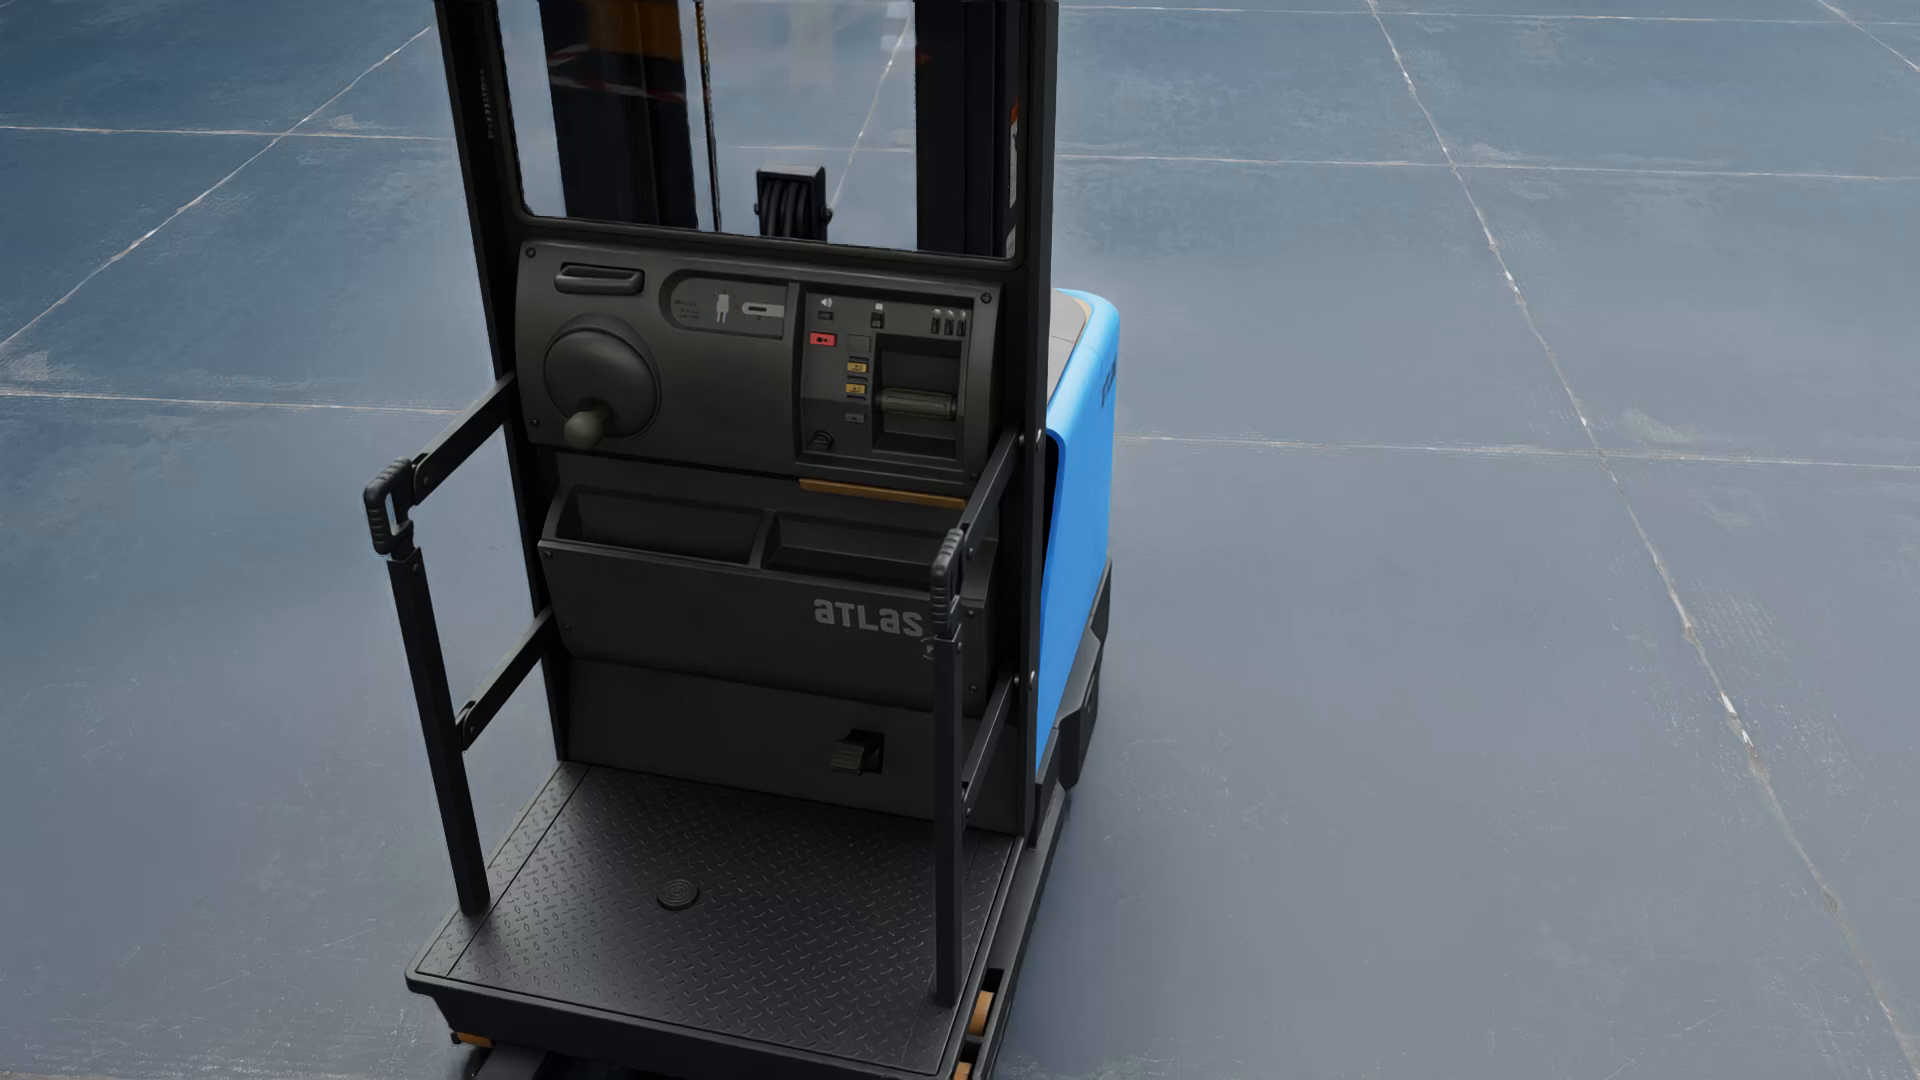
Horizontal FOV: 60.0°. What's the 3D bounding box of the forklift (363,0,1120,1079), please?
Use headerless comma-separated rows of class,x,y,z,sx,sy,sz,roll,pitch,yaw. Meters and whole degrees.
forklift,-0.436,-0.275,2.902,1.130,2.935,3.031,7,32,12
